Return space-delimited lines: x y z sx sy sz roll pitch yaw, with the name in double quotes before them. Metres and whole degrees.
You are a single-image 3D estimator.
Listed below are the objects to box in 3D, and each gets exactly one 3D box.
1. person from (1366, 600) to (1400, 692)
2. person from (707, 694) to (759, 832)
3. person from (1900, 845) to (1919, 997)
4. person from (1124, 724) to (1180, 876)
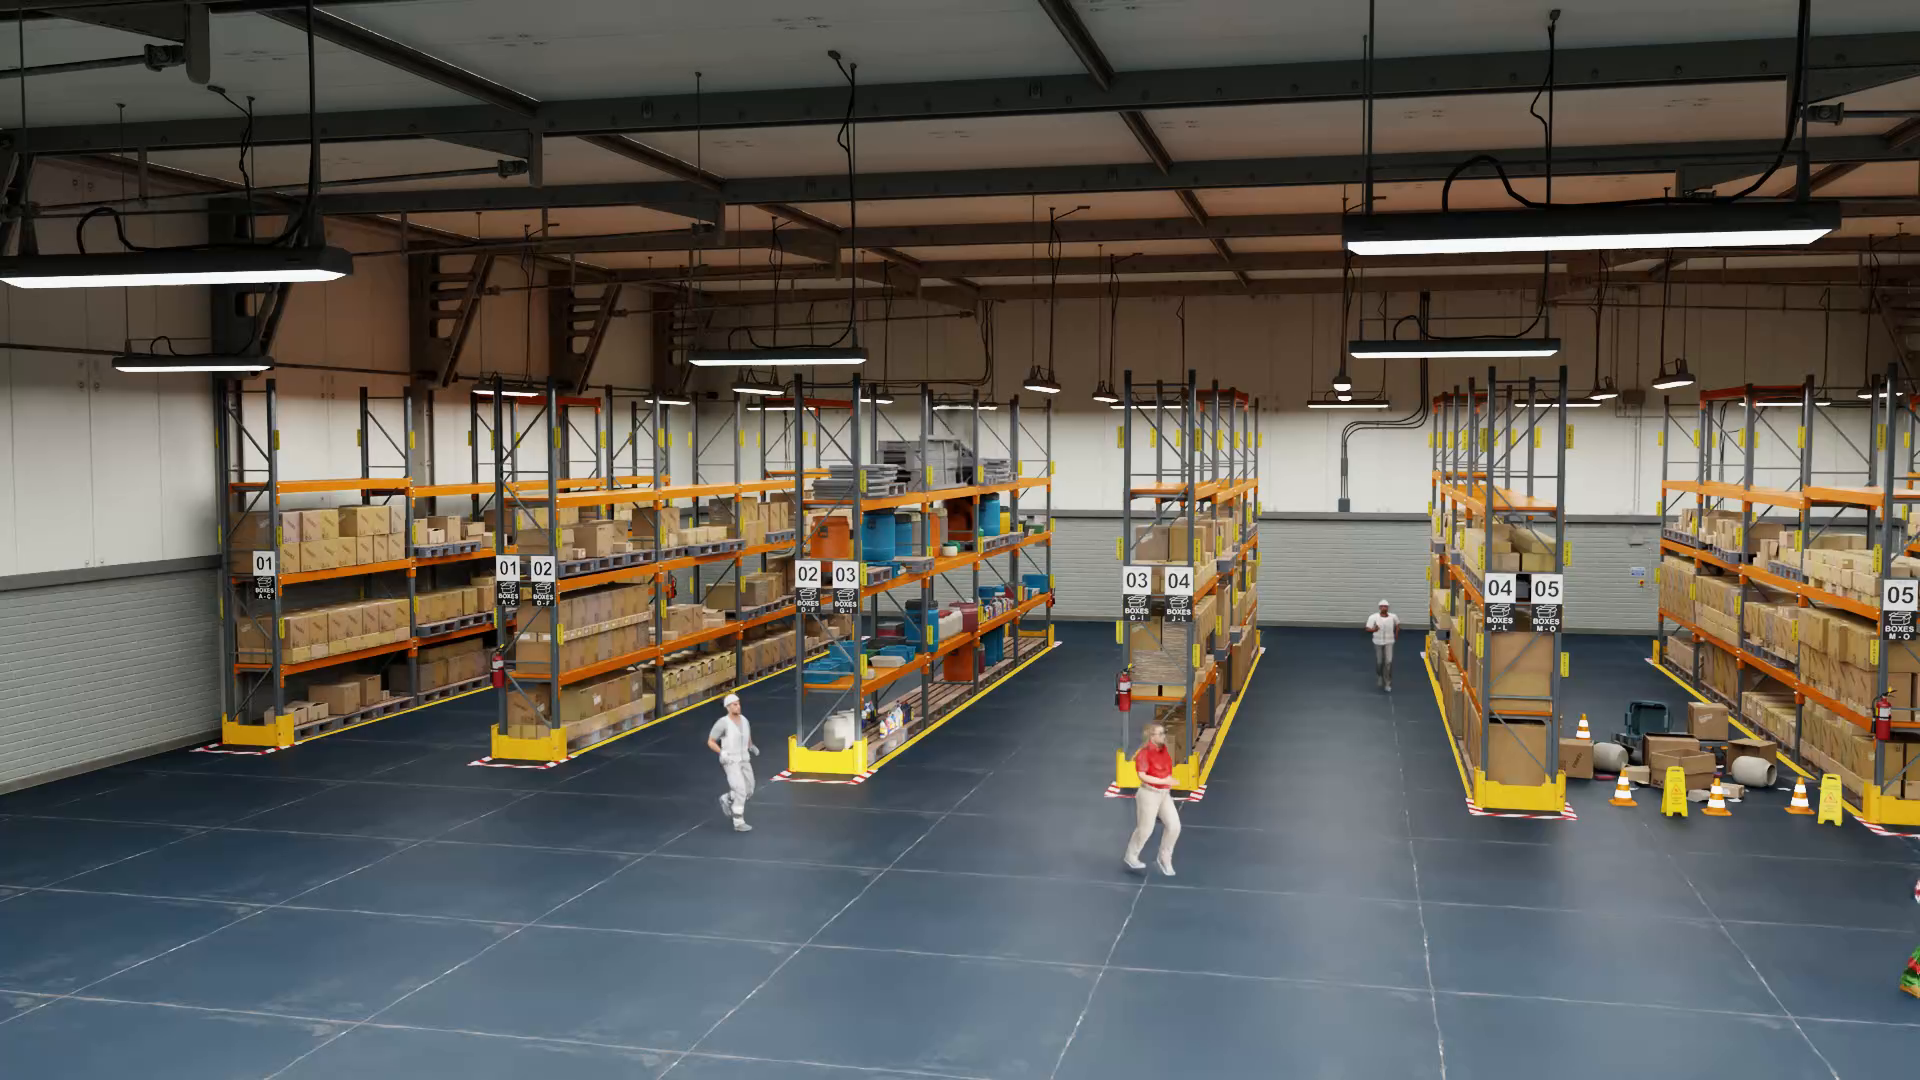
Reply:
"person" 8.488 2.100 33.380 0.667 1.810 0.815 1 3 10
"person" -2.919 2.849 21.372 0.708 1.742 0.659 3 5 41
"person" 8.748 3.235 14.753 0.686 1.785 0.676 -3 4 -37
"person" 2.257 3.019 19.166 0.769 1.817 0.679 3 5 45
